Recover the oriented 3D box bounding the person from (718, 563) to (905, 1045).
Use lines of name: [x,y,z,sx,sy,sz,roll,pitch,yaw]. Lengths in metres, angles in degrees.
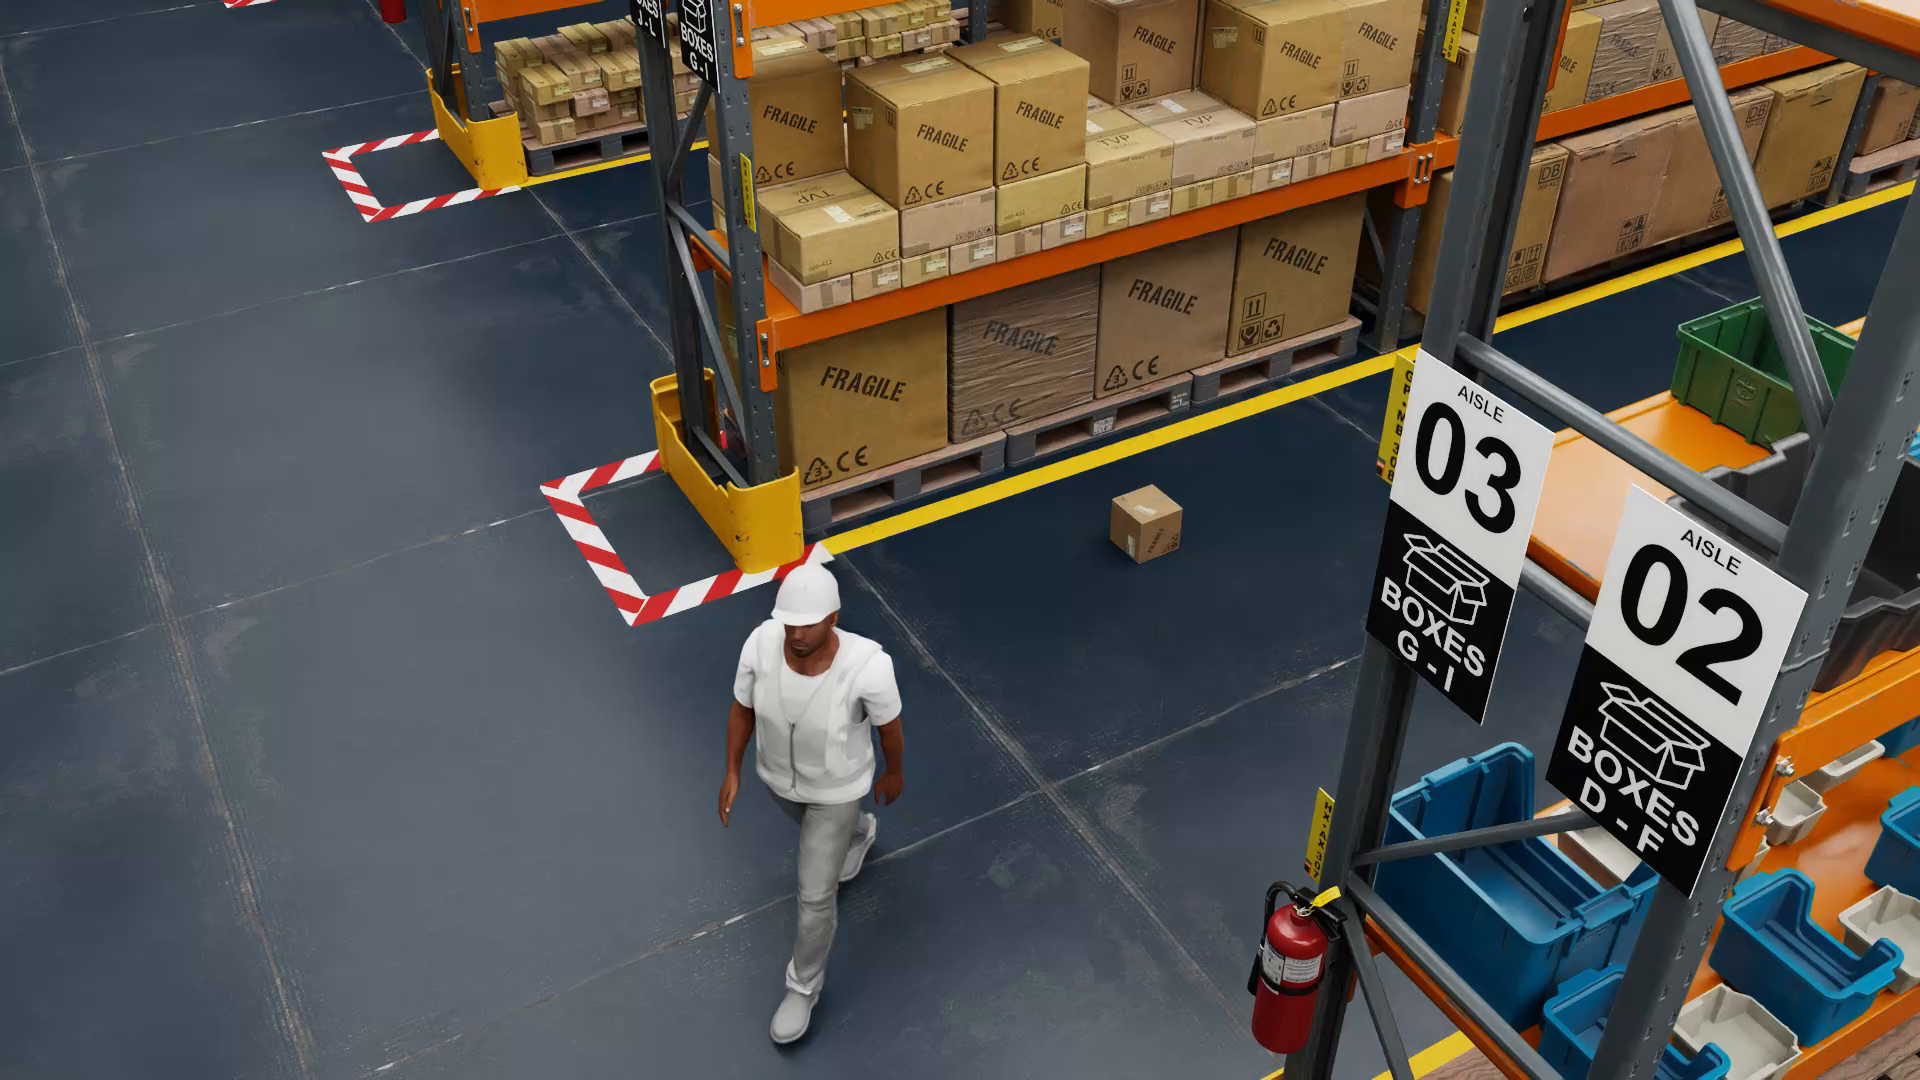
person: [-0.530,0.827,5.801,0.573,1.724,1.024,16,39,20]
